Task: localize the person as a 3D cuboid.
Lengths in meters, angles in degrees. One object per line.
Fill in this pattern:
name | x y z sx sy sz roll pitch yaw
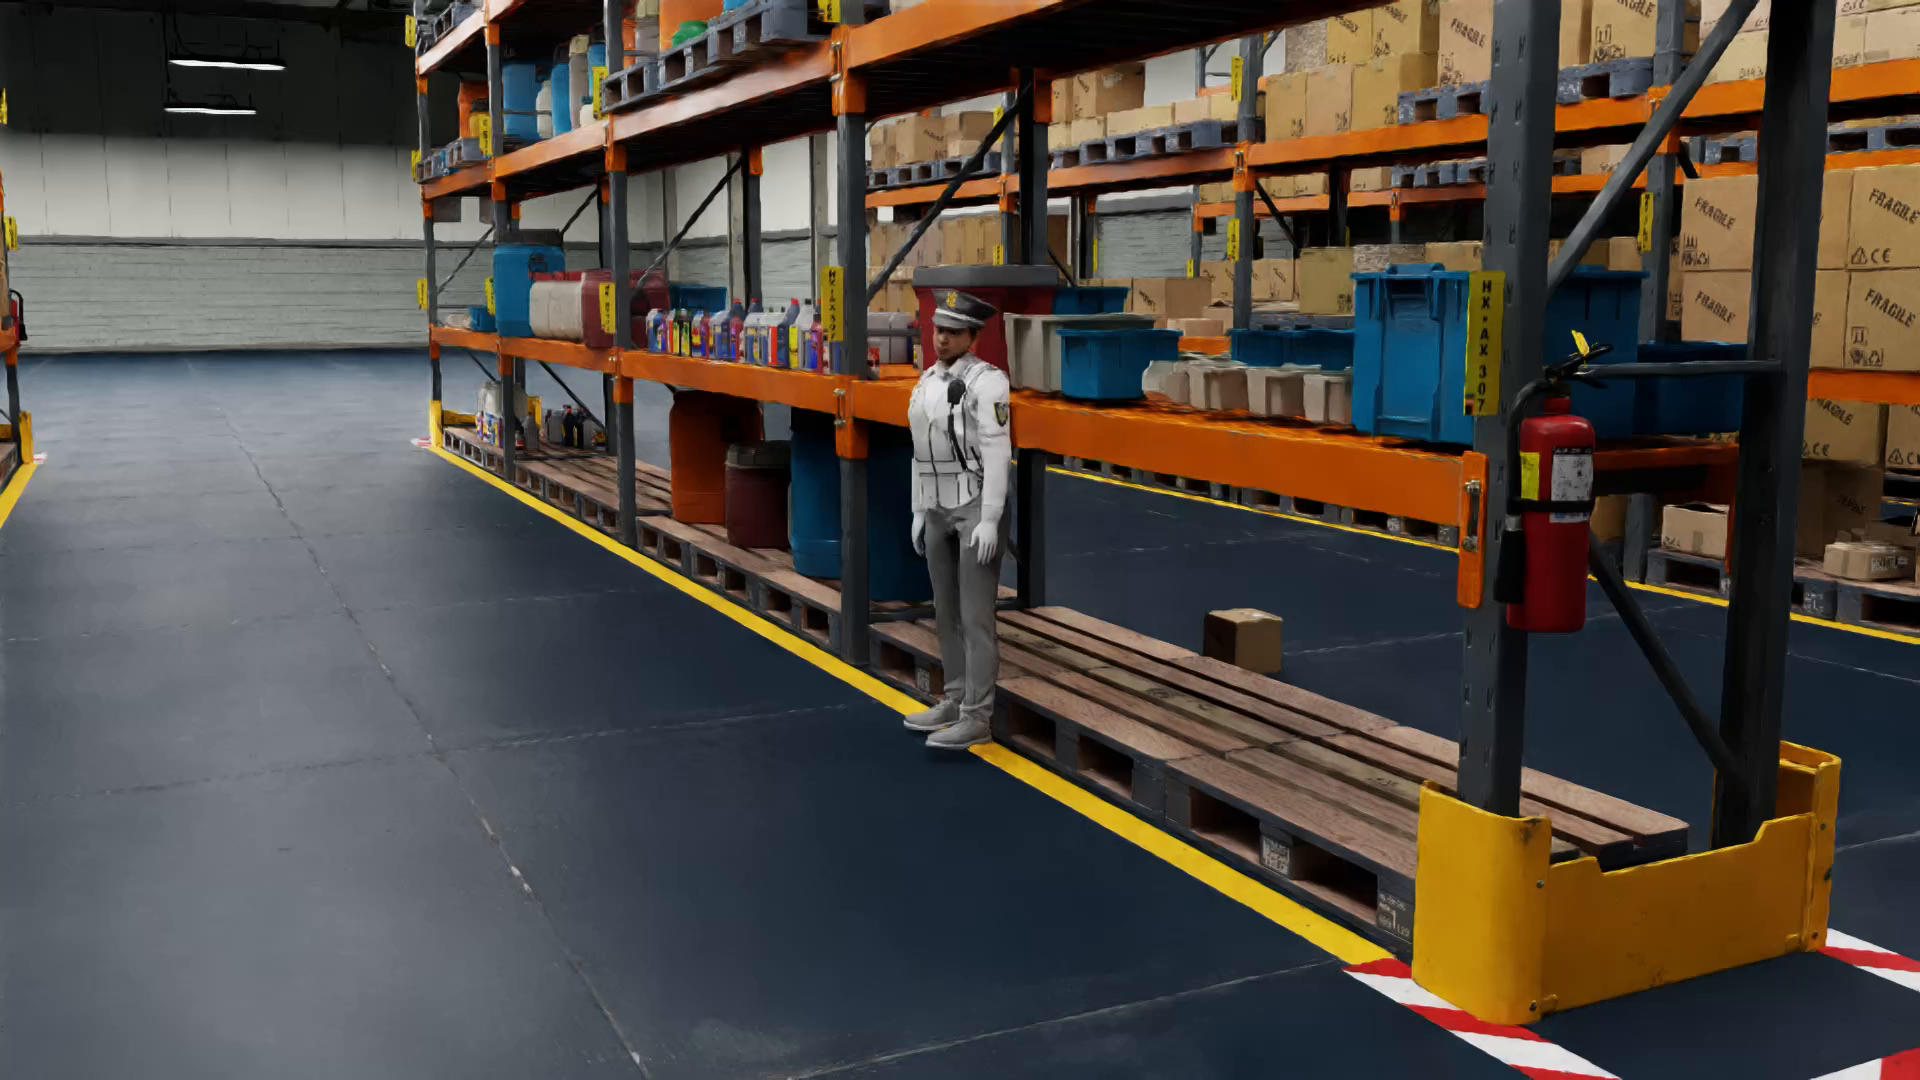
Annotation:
person | -0.037 -0.078 6.144 0.435 1.684 0.533 -7 11 -39
